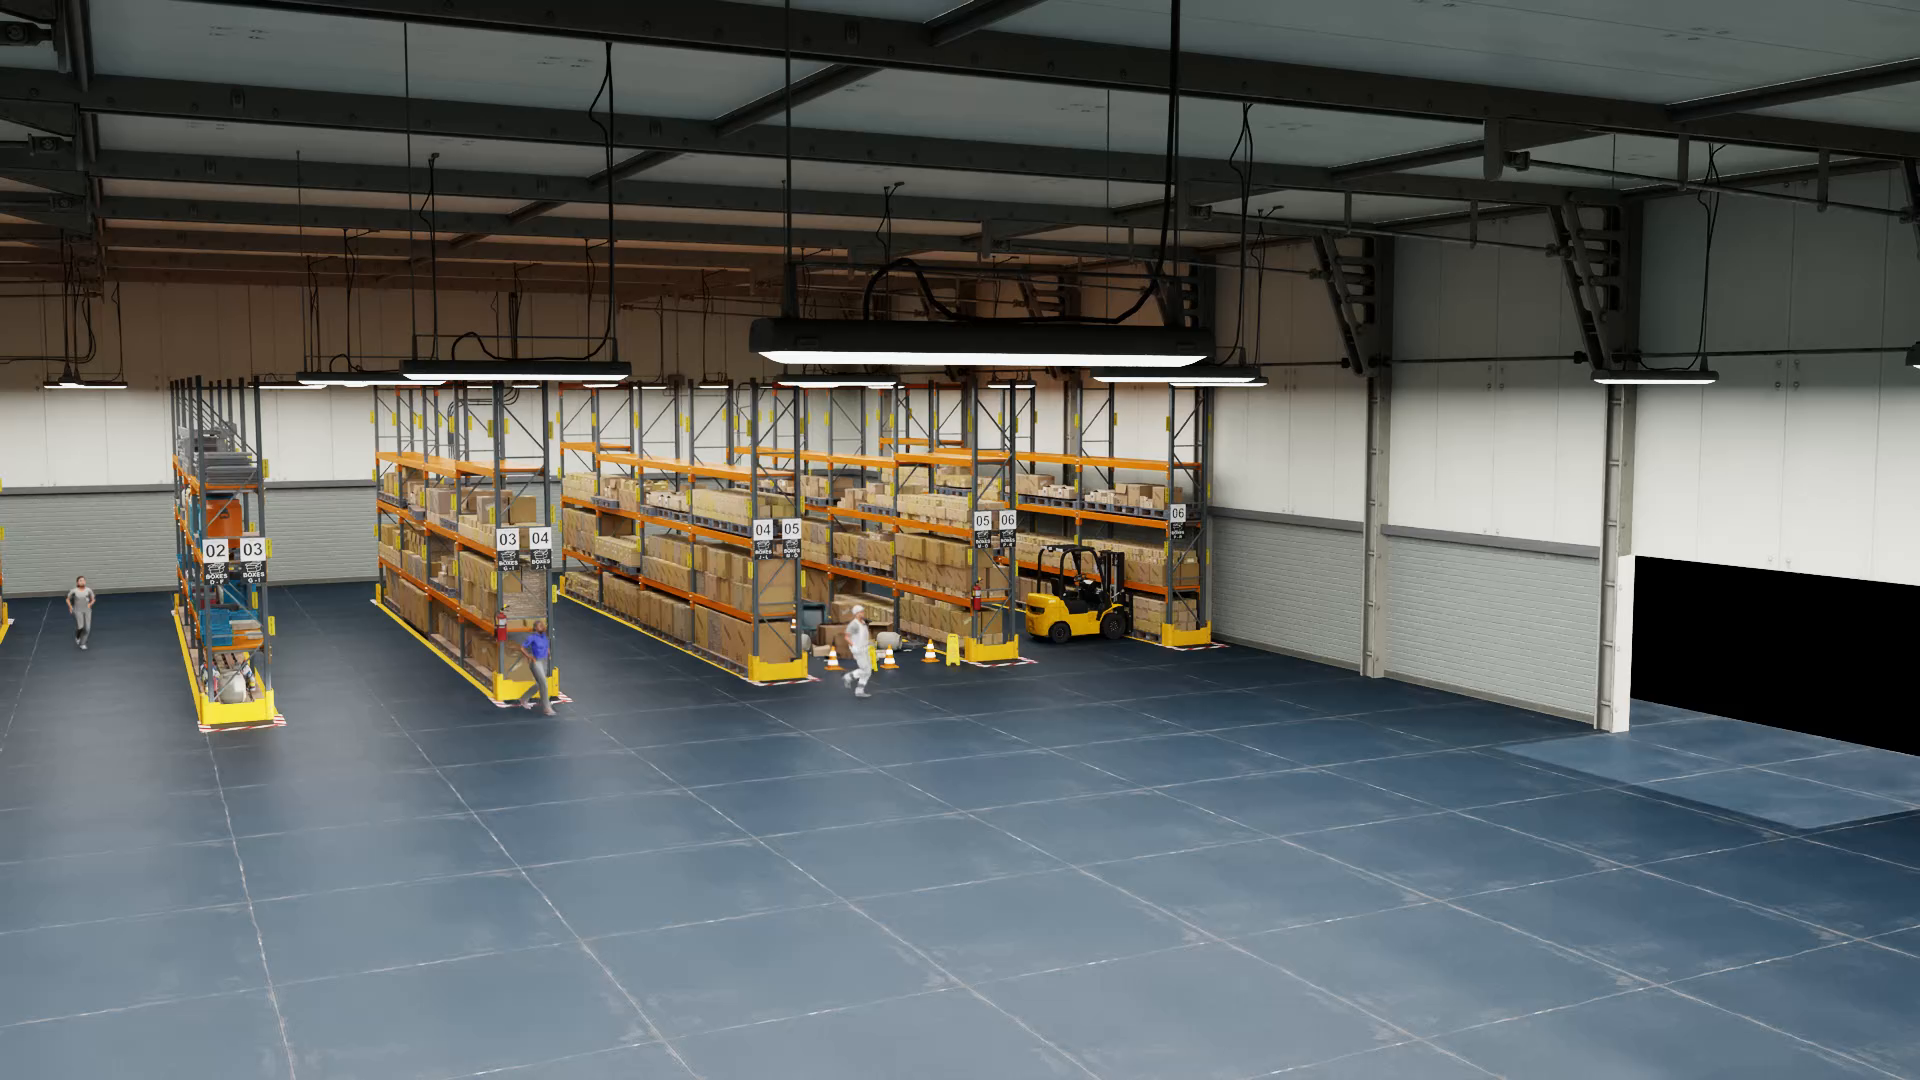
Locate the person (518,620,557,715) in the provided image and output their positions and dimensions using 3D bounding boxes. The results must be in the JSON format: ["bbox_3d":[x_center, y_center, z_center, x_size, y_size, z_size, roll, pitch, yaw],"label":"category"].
[{"bbox_3d":[-7.525,2.275,29.677,0.819,1.695,0.624,2,6,23],"label":"person"}]

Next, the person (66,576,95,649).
[{"bbox_3d":[-19.543,1.620,37.032,0.559,1.627,0.557,-4,7,-40],"label":"person"}]

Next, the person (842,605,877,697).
[{"bbox_3d":[-1.894,2.087,31.184,0.601,1.741,0.660,2,5,20],"label":"person"}]
